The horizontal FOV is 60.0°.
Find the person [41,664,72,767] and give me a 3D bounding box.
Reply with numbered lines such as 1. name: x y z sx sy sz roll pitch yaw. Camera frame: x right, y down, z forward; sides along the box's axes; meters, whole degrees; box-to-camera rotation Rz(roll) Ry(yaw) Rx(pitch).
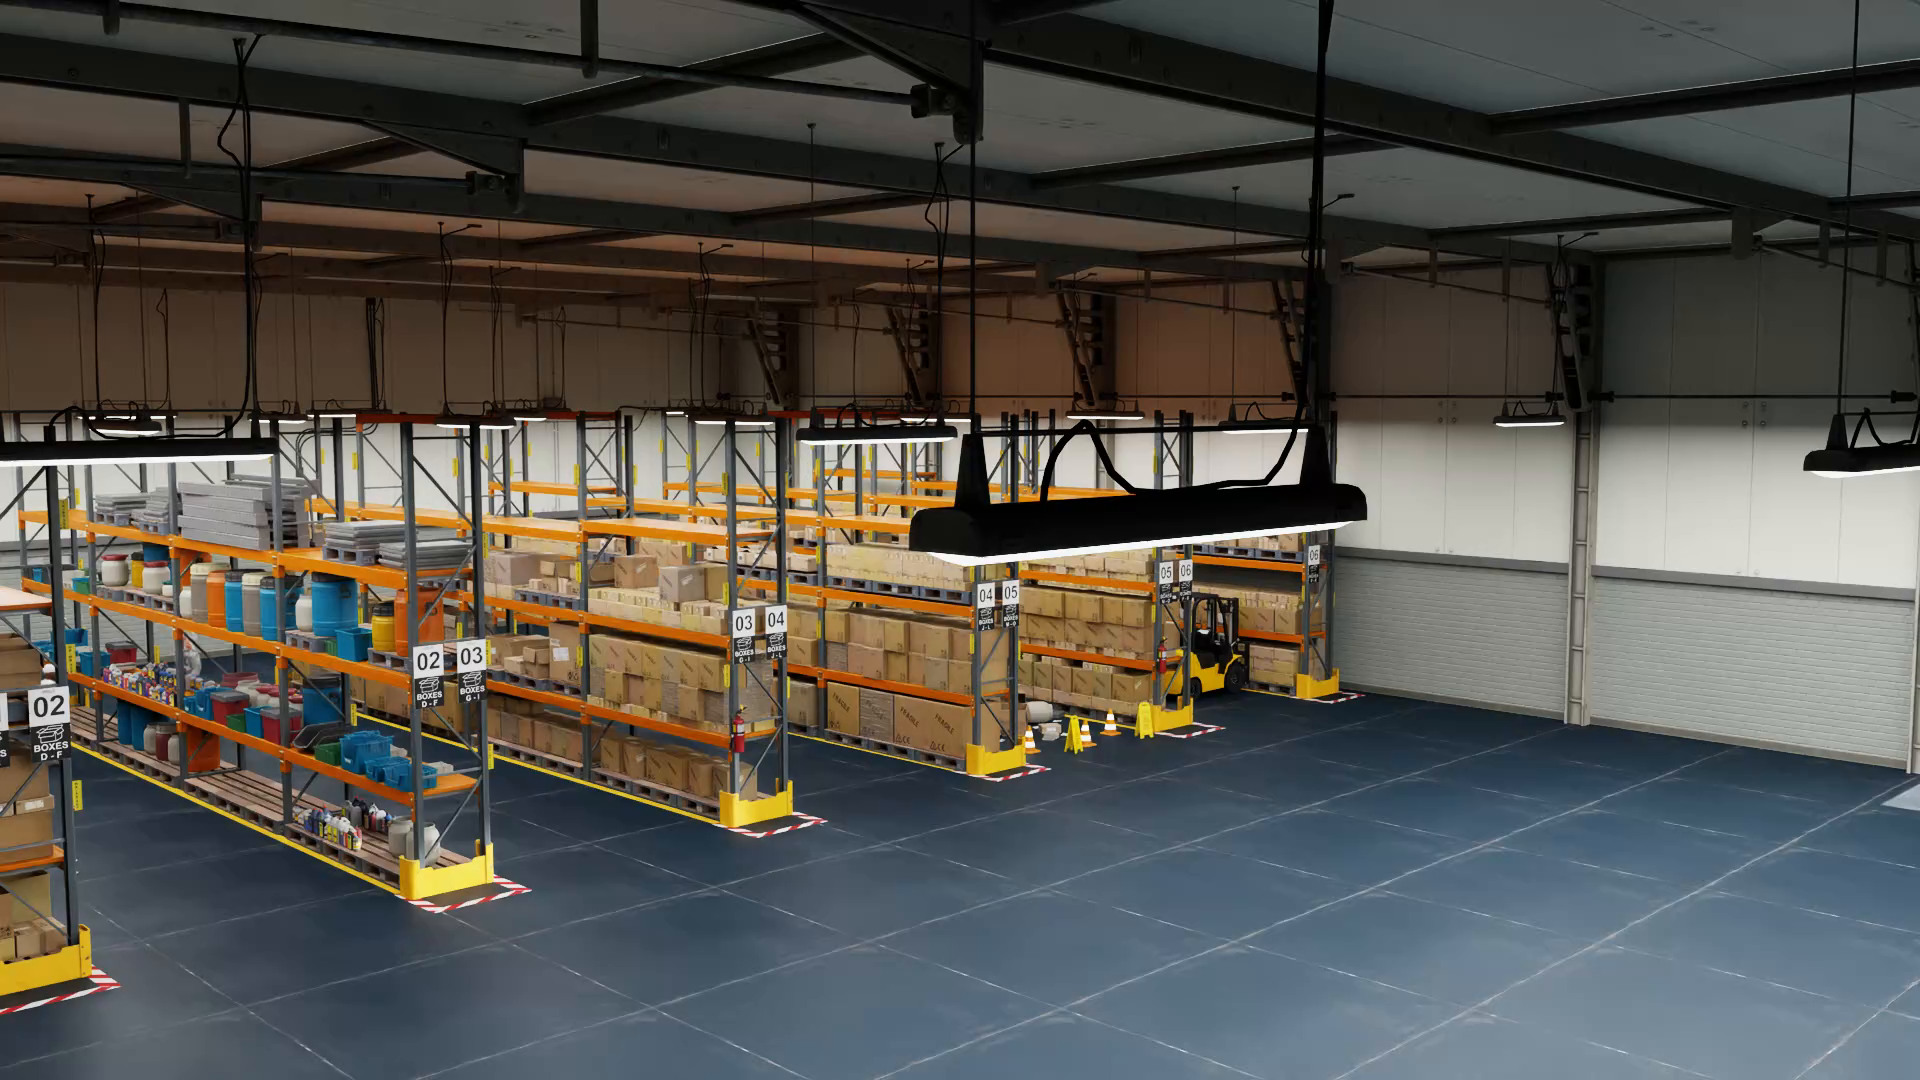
1. person: -15.402 2.979 28.315 0.637 1.770 0.432 4 6 35

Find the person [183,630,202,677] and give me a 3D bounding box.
1. person: -16.472 2.360 35.392 0.605 1.759 0.655 5 7 44
